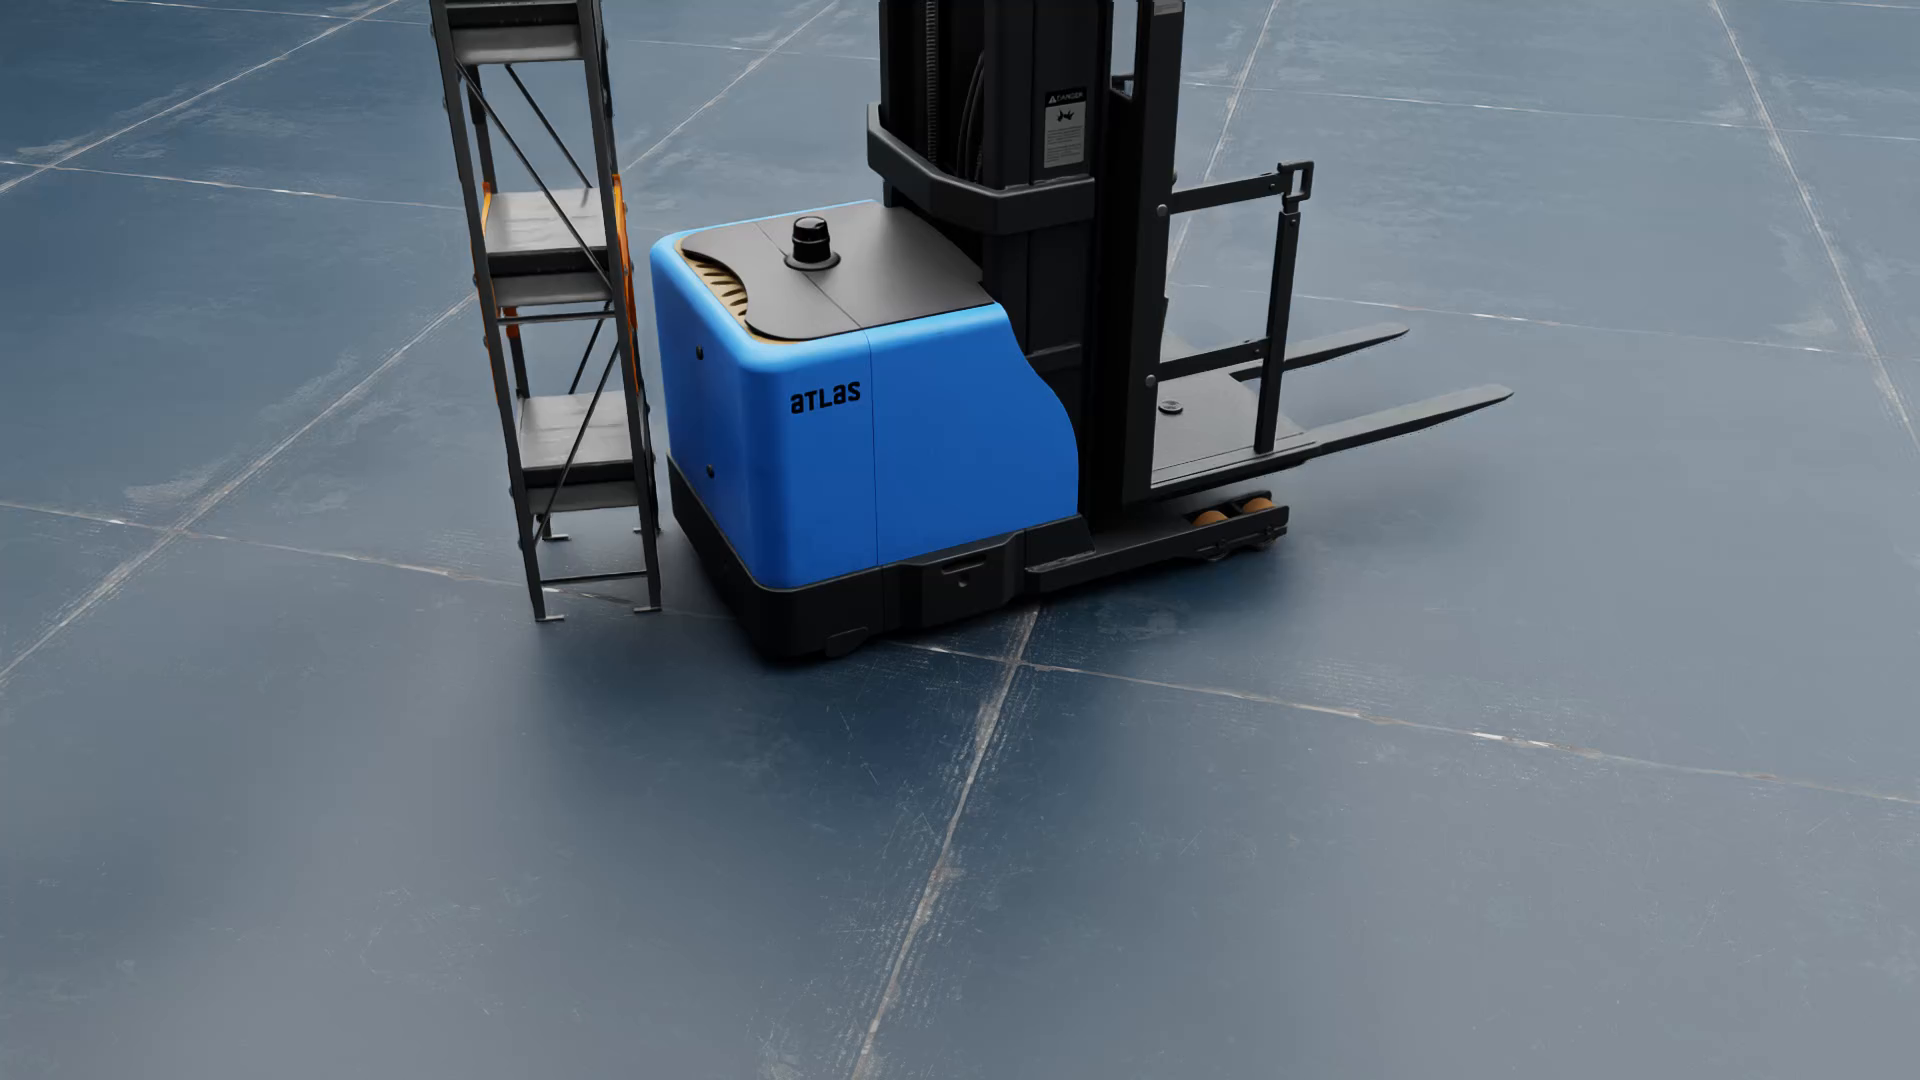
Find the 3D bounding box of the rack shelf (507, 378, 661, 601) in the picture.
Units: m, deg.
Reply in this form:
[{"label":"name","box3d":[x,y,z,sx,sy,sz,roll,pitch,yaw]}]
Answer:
[{"label":"rack shelf","box3d":[-1.204,-0.169,5.383,0.431,0.518,0.480,-5,33,-8]}]

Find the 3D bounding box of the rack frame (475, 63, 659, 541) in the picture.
[{"label":"rack frame","box3d":[-1.244,-0.898,5.195,0.400,2.100,0.015,-5,33,-8]}]

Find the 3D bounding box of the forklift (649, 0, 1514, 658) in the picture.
[{"label":"forklift","box3d":[0.559,-1.408,5.232,3.031,2.935,1.130,-15,35,-22]}]

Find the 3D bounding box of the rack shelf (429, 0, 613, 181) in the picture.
[{"label":"rack shelf","box3d":[-1.202,-1.342,4.619,0.431,0.518,0.480,-5,33,-8]}]

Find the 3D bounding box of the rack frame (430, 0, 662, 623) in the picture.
[{"label":"rack frame","box3d":[-1.162,-0.635,4.792,0.400,2.100,0.015,-5,33,-8]}]

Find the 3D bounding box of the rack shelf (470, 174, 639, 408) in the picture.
[{"label":"rack shelf","box3d":[-1.203,-0.755,5.001,0.431,0.518,0.480,-5,33,-8]}]

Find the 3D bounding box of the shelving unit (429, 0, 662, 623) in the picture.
[{"label":"shelving unit","box3d":[-1.203,-0.767,4.994,0.431,2.100,0.503,-5,33,-8]}]
